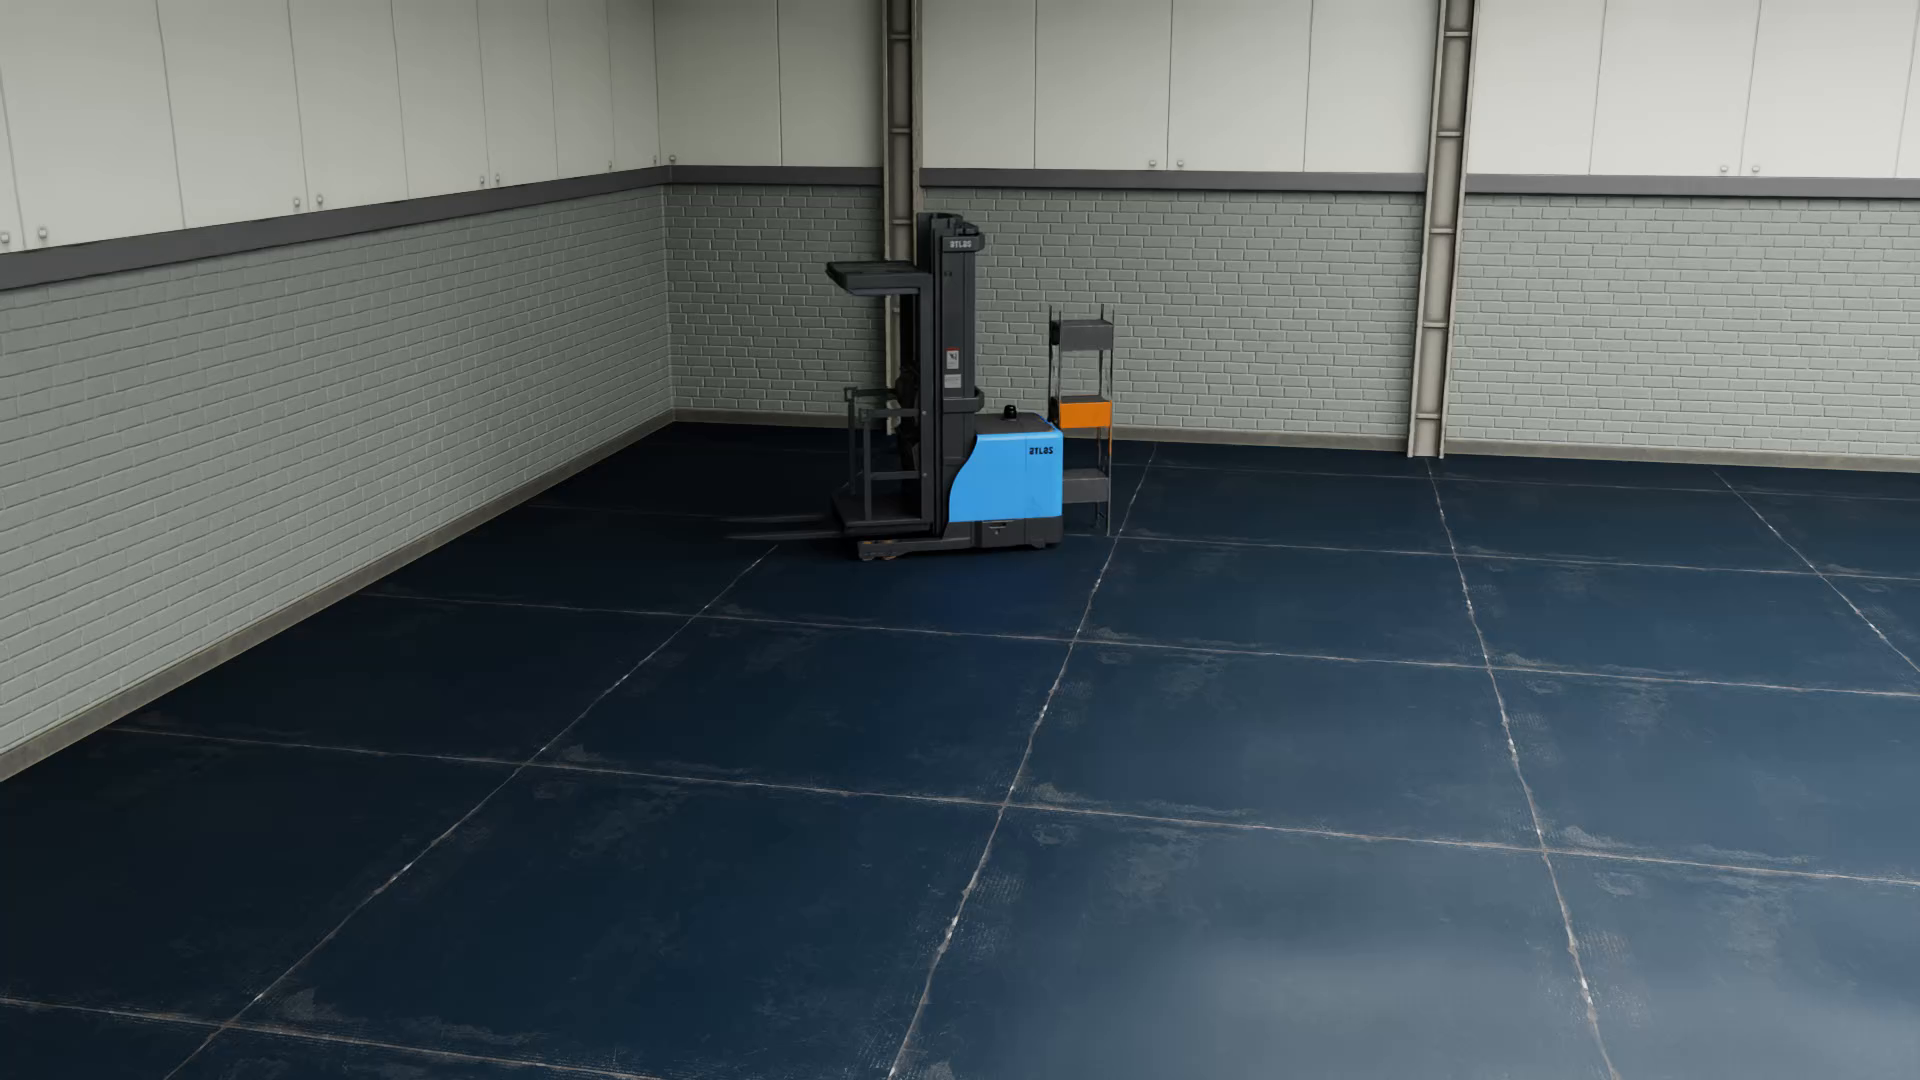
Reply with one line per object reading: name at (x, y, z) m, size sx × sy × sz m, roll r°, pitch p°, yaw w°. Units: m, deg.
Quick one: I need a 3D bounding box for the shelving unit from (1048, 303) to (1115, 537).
shelving unit at (1.095, -1.083, 15.224) m, size 0.503 × 2.100 × 0.431 m, roll -3°, pitch 16°, yaw -11°

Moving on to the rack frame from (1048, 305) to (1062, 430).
rack frame at (0.855, -1.071, 15.178) m, size 0.015 × 2.100 × 0.400 m, roll -3°, pitch 16°, yaw -11°

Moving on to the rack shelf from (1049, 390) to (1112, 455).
rack shelf at (1.095, -1.070, 15.227) m, size 0.480 × 0.518 × 0.431 m, roll -3°, pitch 16°, yaw -11°

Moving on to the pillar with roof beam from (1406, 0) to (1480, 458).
pillar with roof beam at (4.372, -4.171, 13.451) m, size 0.400 × 9.000 × 9.100 m, roll 3°, pitch 16°, yaw 11°

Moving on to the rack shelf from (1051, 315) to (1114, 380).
rack shelf at (1.096, -1.744, 15.041) m, size 0.480 × 0.518 × 0.431 m, roll -3°, pitch 16°, yaw -11°

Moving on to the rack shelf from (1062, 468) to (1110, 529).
rack shelf at (1.093, -0.395, 15.414) m, size 0.480 × 0.518 × 0.431 m, roll -3°, pitch 16°, yaw -11°

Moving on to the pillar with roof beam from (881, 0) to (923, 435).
pillar with roof beam at (-1.508, -4.490, 14.604) m, size 0.400 × 9.000 × 9.100 m, roll 3°, pitch 16°, yaw 11°

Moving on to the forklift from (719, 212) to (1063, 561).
forklift at (-0.641, -1.382, 14.749) m, size 3.031 × 2.935 × 1.130 m, roll -3°, pitch 16°, yaw -11°

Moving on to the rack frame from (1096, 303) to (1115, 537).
rack frame at (1.334, -1.095, 15.270) m, size 0.015 × 2.100 × 0.400 m, roll -3°, pitch 16°, yaw -11°
